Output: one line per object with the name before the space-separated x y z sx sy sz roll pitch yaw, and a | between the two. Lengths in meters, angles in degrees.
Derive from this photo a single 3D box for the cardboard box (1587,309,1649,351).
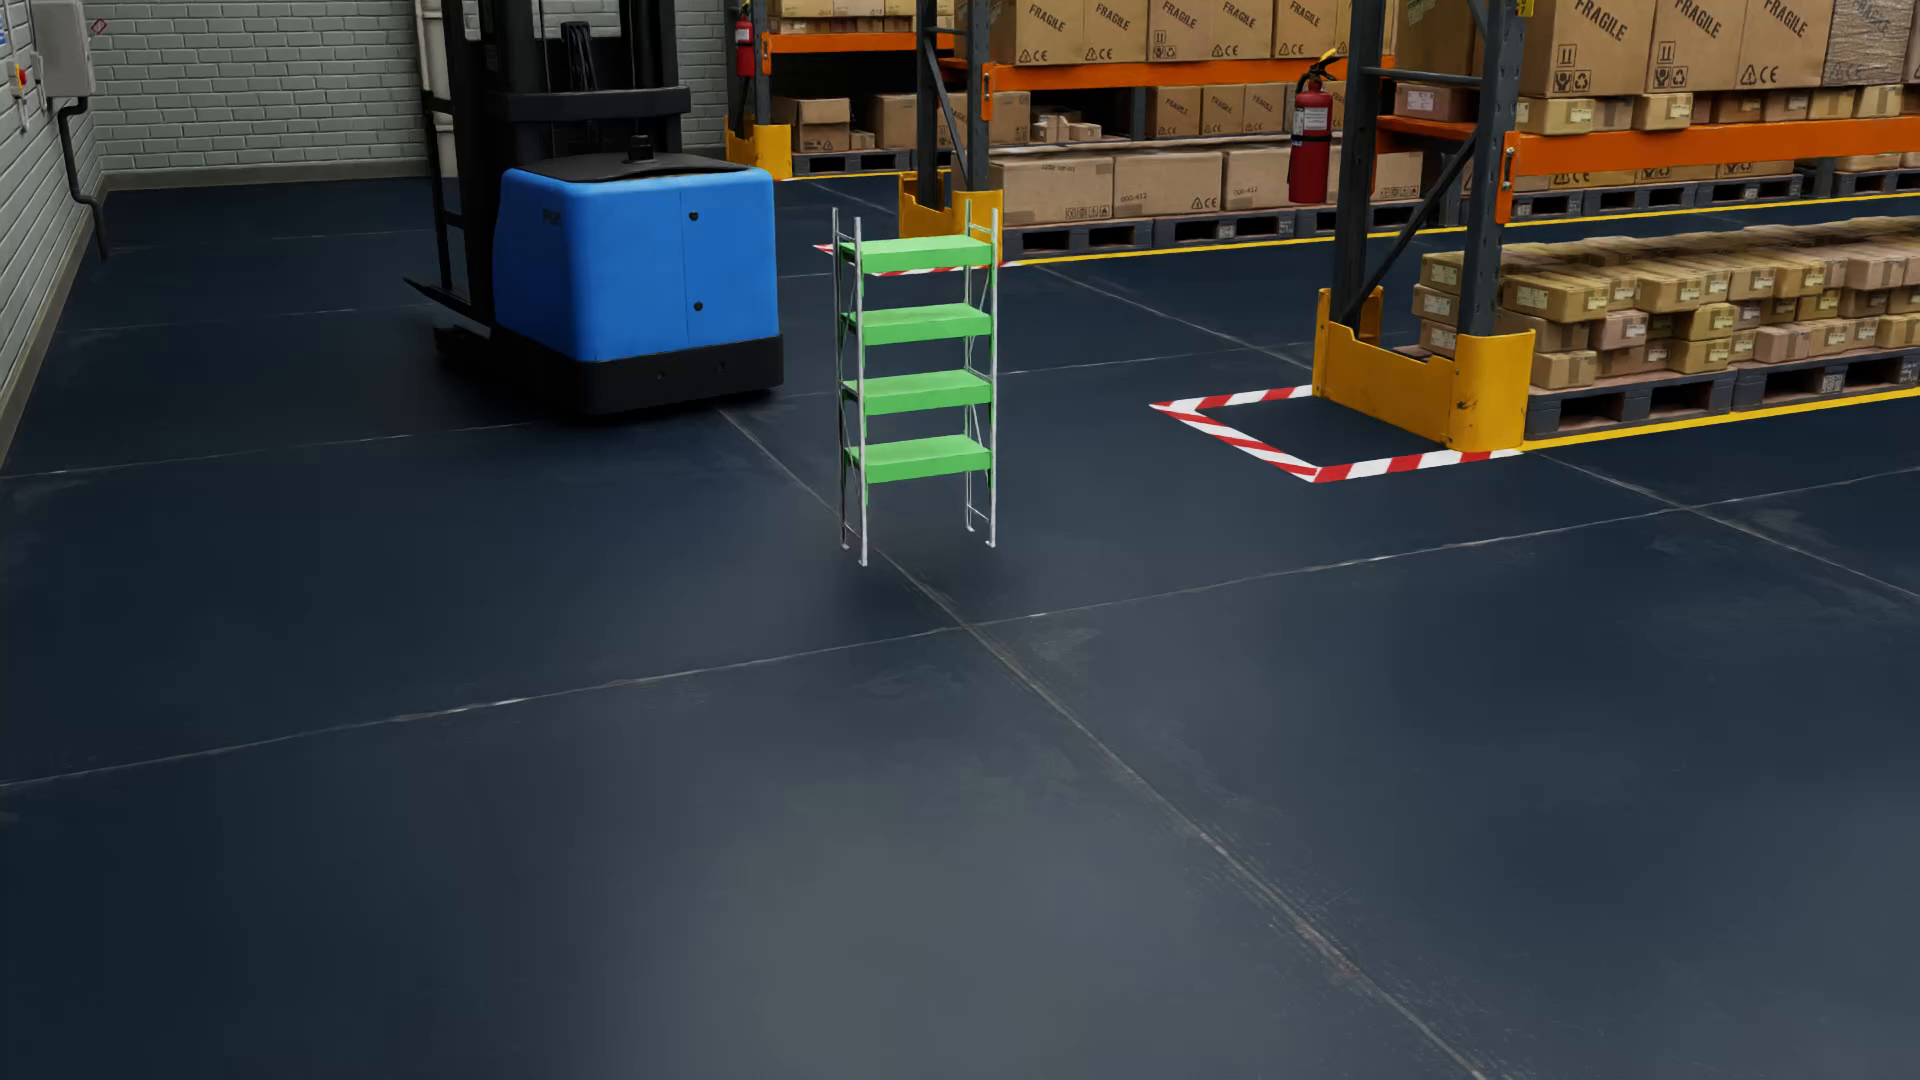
cardboard box | 2.853 -0.970 7.474 0.250 0.149 0.380 -8 21 -22

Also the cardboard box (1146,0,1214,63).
cardboard box | 1.425 -3.623 11.644 0.500 0.500 0.500 -8 21 -22

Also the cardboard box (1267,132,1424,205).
cardboard box | 2.997 -2.929 13.051 0.875 0.438 0.875 -8 21 -23

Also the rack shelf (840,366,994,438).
rack shelf | -0.152 -0.484 5.782 0.480 0.148 0.258 -8 21 -22

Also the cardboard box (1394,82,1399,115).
cardboard box | 4.552 -4.864 18.452 0.500 0.500 0.500 -8 21 -23

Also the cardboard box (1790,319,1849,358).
cardboard box | 4.020 -0.999 8.004 0.250 0.149 0.380 -8 21 -22

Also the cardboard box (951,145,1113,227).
cardboard box | 0.509 -2.570 12.031 0.875 0.438 0.875 -9 21 -24

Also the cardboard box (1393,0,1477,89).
cardboard box | 2.307 -2.292 7.417 0.500 0.500 0.500 -8 21 -21

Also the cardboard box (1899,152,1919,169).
cardboard box | 8.486 -3.645 15.183 0.625 0.372 0.950 -9 21 -23

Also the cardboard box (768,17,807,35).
cardboard box | -1.616 -4.818 15.566 0.250 0.149 0.380 -8 21 -22

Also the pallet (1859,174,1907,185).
pallet | 9.125 -3.462 15.537 1.213 0.211 1.003 -8 21 -22

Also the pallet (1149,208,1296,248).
pallet | 1.765 -2.436 12.624 1.213 0.211 1.003 -8 21 -22

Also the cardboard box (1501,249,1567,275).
cardboard box | 2.636 -1.264 7.859 0.250 0.149 0.380 -8 21 -21

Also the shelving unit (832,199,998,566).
shelving unit | -0.152 -0.544 5.761 0.503 1.200 0.258 -8 21 -22

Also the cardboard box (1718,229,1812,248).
cardboard box | 4.068 -1.468 8.439 0.250 0.149 0.380 -9 21 -24

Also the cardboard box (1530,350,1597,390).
cardboard box | 2.604 -0.792 7.415 0.250 0.149 0.380 -8 21 -21

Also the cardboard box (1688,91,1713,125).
cardboard box | 3.093 -1.932 7.372 0.250 0.149 0.380 -7 21 -19

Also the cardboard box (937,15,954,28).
cardboard box | -0.180 -5.013 16.121 0.250 0.149 0.380 -8 21 -21

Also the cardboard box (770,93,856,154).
cardboard box | -1.427 -4.049 16.131 0.637 0.503 0.797 -9 21 -24

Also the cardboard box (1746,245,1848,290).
cardboard box | 4.006 -1.308 7.985 0.250 0.149 0.380 -8 21 -22

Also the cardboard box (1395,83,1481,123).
cardboard box | 2.184 -1.978 7.501 0.250 0.149 0.380 -8 21 -22

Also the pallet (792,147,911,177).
pallet | -1.225 -3.776 16.430 1.213 0.211 1.003 -8 21 -22

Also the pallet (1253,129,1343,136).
pallet | 3.500 -4.468 18.393 1.213 0.211 1.003 -8 21 -22

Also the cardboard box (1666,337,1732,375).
cardboard box | 3.316 -0.886 7.683 0.250 0.149 0.380 -8 21 -21

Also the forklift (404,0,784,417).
forklift | -2.102 -2.366 8.327 1.130 2.935 3.031 -13 23 -33

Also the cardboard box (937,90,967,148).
cardboard box | -0.102 -4.187 16.528 0.500 0.500 0.500 -8 21 -21

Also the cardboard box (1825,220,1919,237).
cardboard box | 4.782 -1.579 8.754 0.250 0.149 0.380 -8 21 -23

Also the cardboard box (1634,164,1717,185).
cardboard box | 5.801 -3.530 14.098 0.875 0.875 0.875 -8 21 -21

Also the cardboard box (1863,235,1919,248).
cardboard box | 4.732 -1.410 8.275 0.250 0.149 0.380 -7 21 -20

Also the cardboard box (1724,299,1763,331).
cardboard box | 3.527 -1.094 7.825 0.250 0.149 0.380 -9 21 -25

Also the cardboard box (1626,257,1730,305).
cardboard box | 3.295 -1.191 7.654 0.250 0.149 0.380 -9 21 -25

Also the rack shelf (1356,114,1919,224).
rack shelf | 3.833 -1.891 7.959 4.000 0.370 1.077 -8 21 -22

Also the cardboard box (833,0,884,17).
cardboard box | -1.040 -5.090 15.740 0.500 0.250 0.500 -8 21 -21

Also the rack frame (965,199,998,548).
rack frame | 0.072 -0.576 5.852 0.015 1.200 0.240 -8 21 -22

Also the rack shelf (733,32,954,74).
rack shelf | -0.190 -4.900 16.506 4.000 0.370 1.077 -8 21 -22

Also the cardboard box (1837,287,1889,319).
cardboard box | 4.274 -1.197 8.117 0.250 0.149 0.380 -9 21 -24

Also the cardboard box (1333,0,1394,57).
cardboard box | 2.821 -3.828 12.228 0.500 0.500 0.500 -9 21 -23

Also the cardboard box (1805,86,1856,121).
cardboard box | 3.836 -2.012 7.598 0.250 0.149 0.380 -7 21 -20

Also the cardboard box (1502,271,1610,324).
cardboard box | 2.612 -1.066 7.299 0.250 0.149 0.380 -9 21 -24

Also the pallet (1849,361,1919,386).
pallet | 5.067 -1.079 8.768 1.213 0.211 1.003 -8 21 -22

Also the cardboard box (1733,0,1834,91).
cardboard box | 3.454 -2.268 7.349 0.500 0.500 0.500 -8 21 -21

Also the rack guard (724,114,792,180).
rack guard | -1.957 -3.808 16.083 0.348 0.500 1.175 -8 21 -22

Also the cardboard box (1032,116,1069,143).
cardboard box | 0.923 -4.201 16.922 0.258 0.266 0.396 -7 21 -20

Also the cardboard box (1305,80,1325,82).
cardboard box | 3.737 -5.046 17.991 0.250 0.149 0.380 -9 21 -25

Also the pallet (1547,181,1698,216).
pallet | 5.416 -2.961 14.112 1.213 0.211 1.003 -8 21 -22

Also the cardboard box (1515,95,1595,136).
cardboard box | 2.424 -1.791 6.971 0.250 0.149 0.380 -8 21 -22

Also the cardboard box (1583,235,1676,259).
cardboard box | 3.311 -1.403 8.256 0.250 0.149 0.380 -7 21 -20

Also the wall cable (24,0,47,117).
wall cable | -5.798 -3.625 10.270 0.122 1.984 0.588 -8 21 -22

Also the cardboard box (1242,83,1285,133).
cardboard box | 3.125 -4.654 17.855 0.500 0.500 0.500 -9 21 -24

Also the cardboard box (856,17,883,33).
cardboard box | -0.917 -4.925 15.871 0.250 0.149 0.380 -7 21 -20

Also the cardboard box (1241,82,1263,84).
cardboard box | 3.027 -4.953 17.727 0.250 0.149 0.380 -8 21 -22

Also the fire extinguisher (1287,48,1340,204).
fire extinguisher | 1.583 -1.862 7.473 0.183 0.674 0.296 -8 21 -22

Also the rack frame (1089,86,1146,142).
rack frame | 1.646 -5.503 17.134 0.127 3.000 1.000 -8 21 -22

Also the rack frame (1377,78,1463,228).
rack frame | 3.616 -3.990 12.836 0.127 3.000 1.000 -8 21 -22
